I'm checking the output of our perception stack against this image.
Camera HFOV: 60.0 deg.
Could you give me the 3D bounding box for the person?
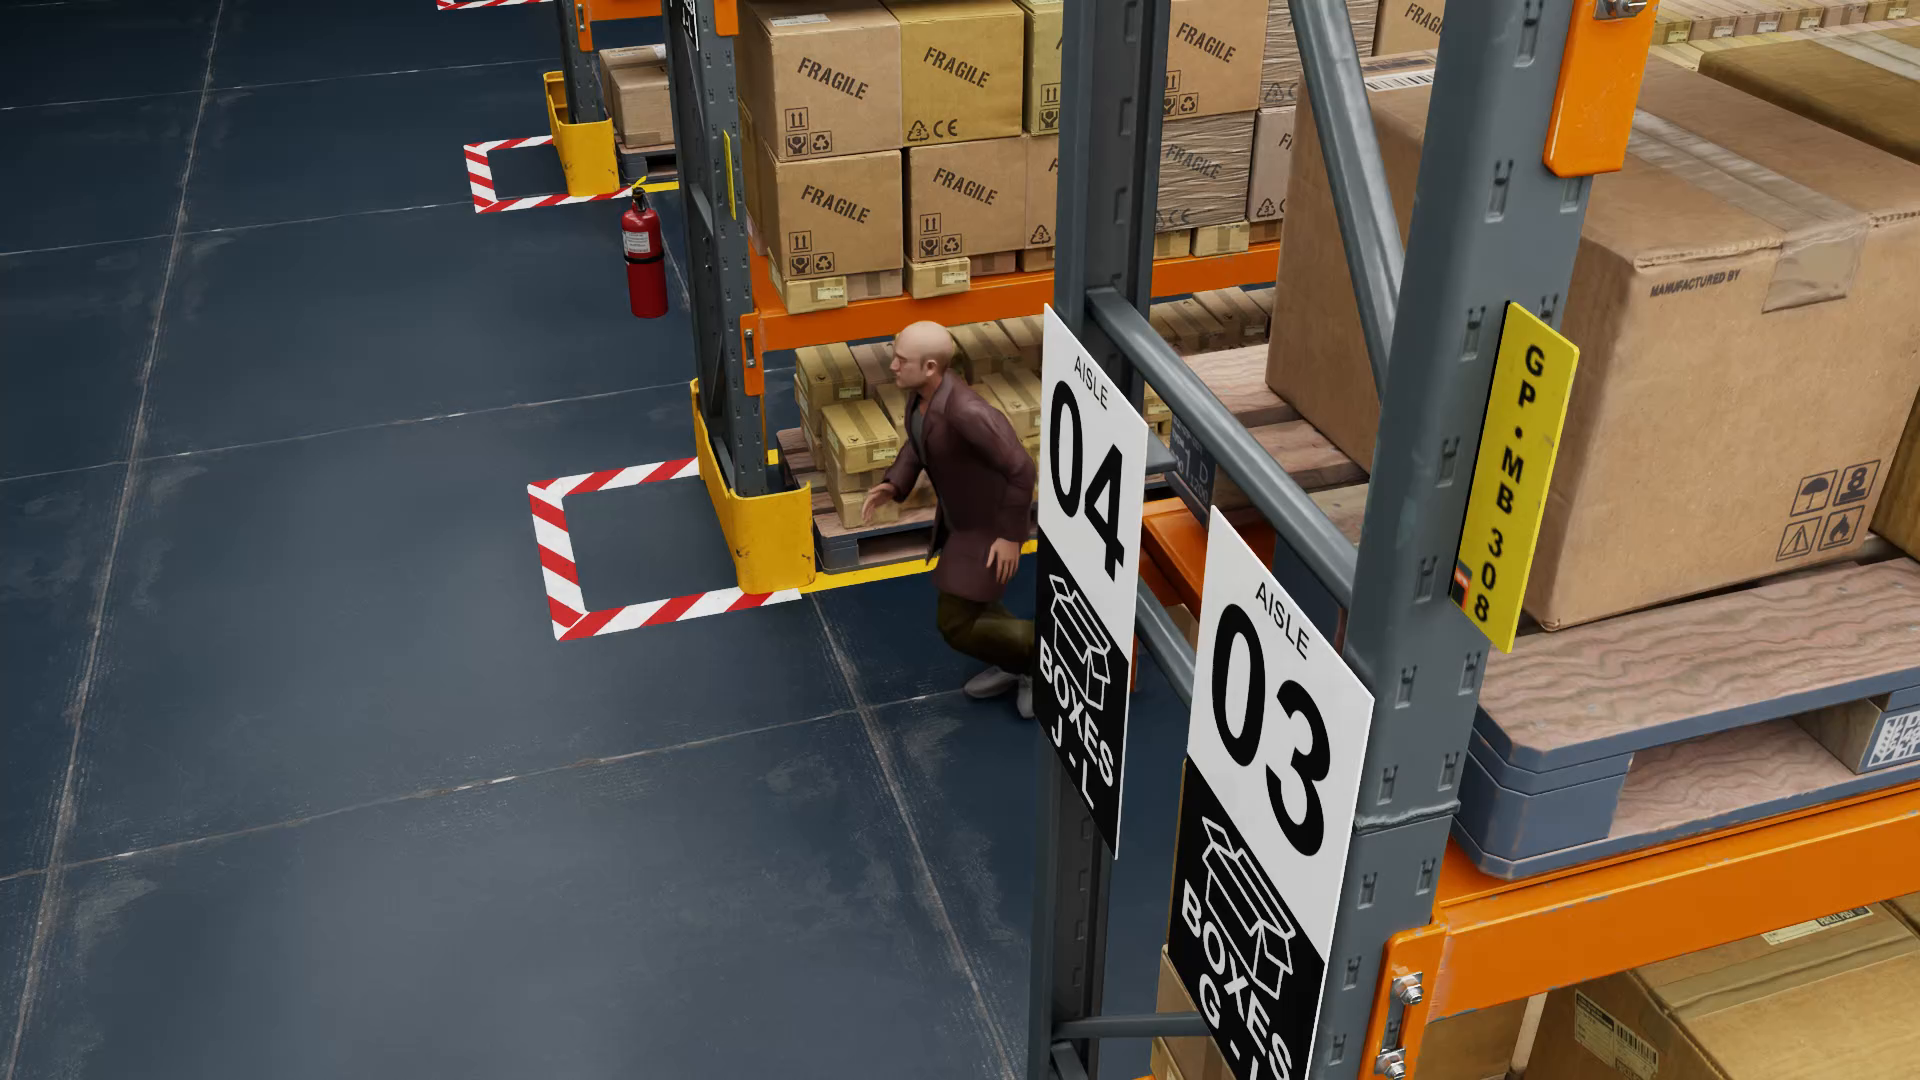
[{"bbox_3d":[0.008,-0.068,6.333,0.792,1.676,0.678,-12,35,-18],"label":"person"}]
